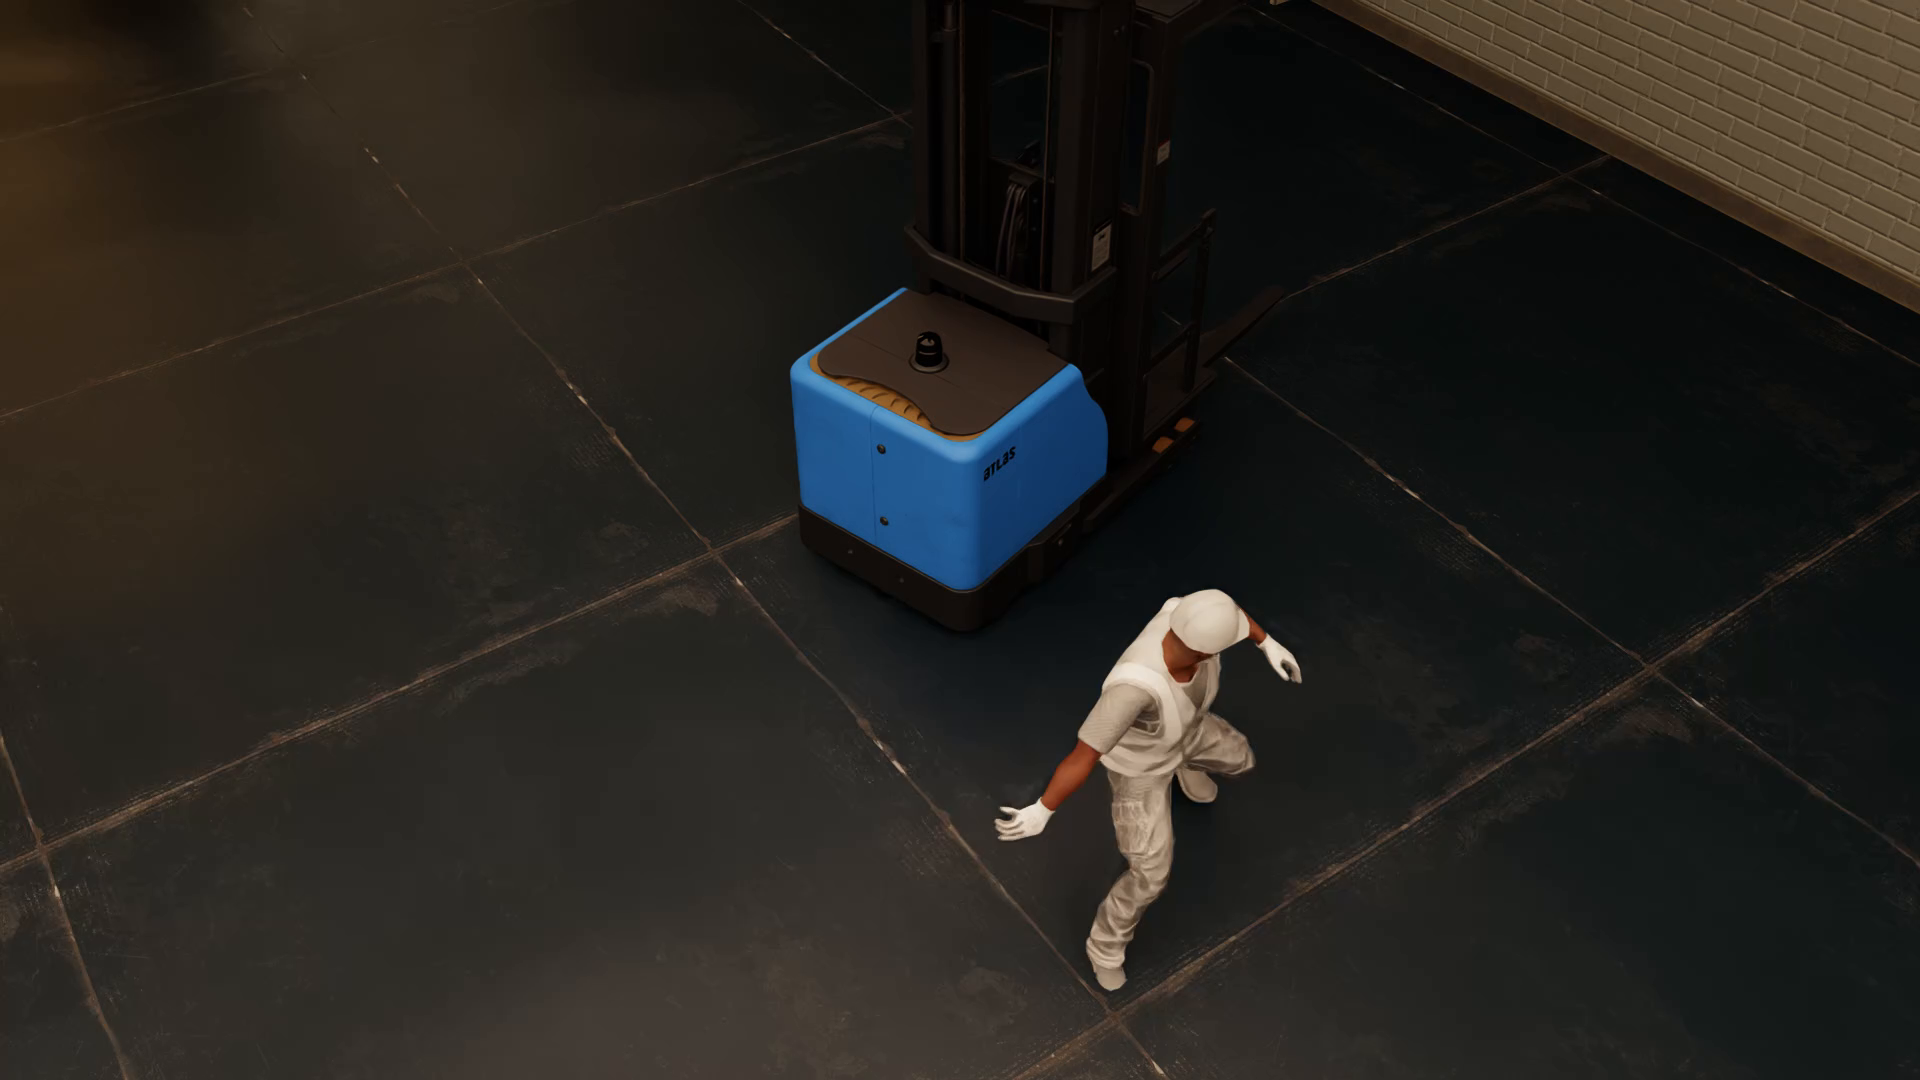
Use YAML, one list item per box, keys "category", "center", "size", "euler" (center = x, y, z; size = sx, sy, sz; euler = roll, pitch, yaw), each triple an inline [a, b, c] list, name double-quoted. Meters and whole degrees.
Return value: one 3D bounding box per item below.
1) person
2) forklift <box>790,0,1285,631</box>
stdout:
- category: "person"
  center: [0.683, 0.786, 5.895]
  size: [0.556, 1.696, 1.232]
  euler: [31, 51, 30]
- category: "forklift"
  center: [0.564, -1.615, 7.468]
  size: [1.130, 2.935, 3.031]
  euler: [28, 50, 27]
